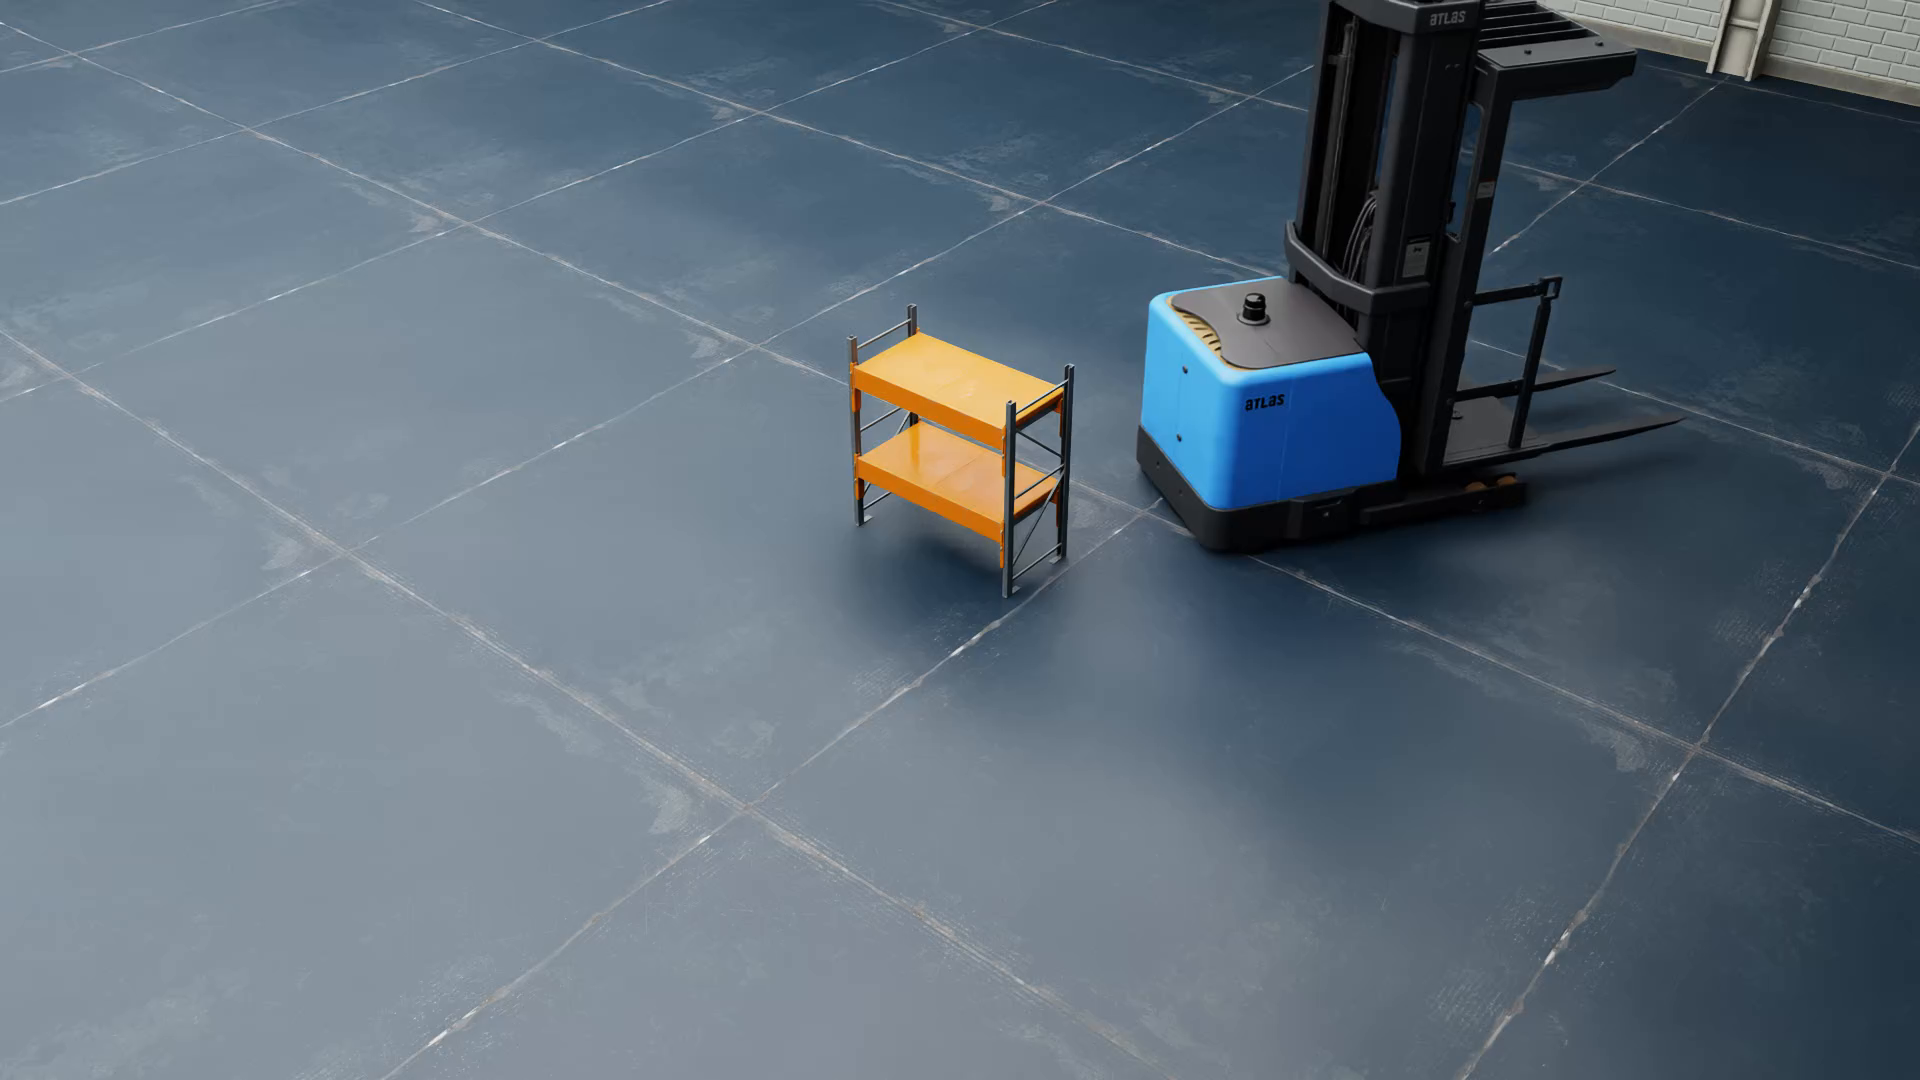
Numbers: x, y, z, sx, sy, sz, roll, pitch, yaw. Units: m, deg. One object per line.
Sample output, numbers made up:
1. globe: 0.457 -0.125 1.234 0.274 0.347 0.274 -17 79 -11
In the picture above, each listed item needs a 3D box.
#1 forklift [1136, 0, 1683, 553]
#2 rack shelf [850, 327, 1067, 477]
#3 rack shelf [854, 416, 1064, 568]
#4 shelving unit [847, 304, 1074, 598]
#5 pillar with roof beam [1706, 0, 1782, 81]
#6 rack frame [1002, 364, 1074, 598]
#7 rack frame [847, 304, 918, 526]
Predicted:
1. forklift: 2.567 -1.629 8.615 3.031 2.935 1.130 -10 36 -15
2. rack shelf: -0.005 -0.707 8.352 1.000 0.278 0.538 25 42 32
3. rack shelf: -0.005 -0.265 8.656 1.000 0.278 0.538 25 42 32
4. shelving unit: -0.005 -0.466 8.517 1.048 1.125 0.538 25 42 32
5. pillar with roof beam: 4.209 -6.044 9.684 0.400 9.000 9.100 25 42 32
6. rack frame: 0.385 -0.282 8.249 0.032 1.125 0.500 25 42 32
7. rack frame: -0.396 -0.650 8.785 0.032 1.125 0.500 25 42 32
